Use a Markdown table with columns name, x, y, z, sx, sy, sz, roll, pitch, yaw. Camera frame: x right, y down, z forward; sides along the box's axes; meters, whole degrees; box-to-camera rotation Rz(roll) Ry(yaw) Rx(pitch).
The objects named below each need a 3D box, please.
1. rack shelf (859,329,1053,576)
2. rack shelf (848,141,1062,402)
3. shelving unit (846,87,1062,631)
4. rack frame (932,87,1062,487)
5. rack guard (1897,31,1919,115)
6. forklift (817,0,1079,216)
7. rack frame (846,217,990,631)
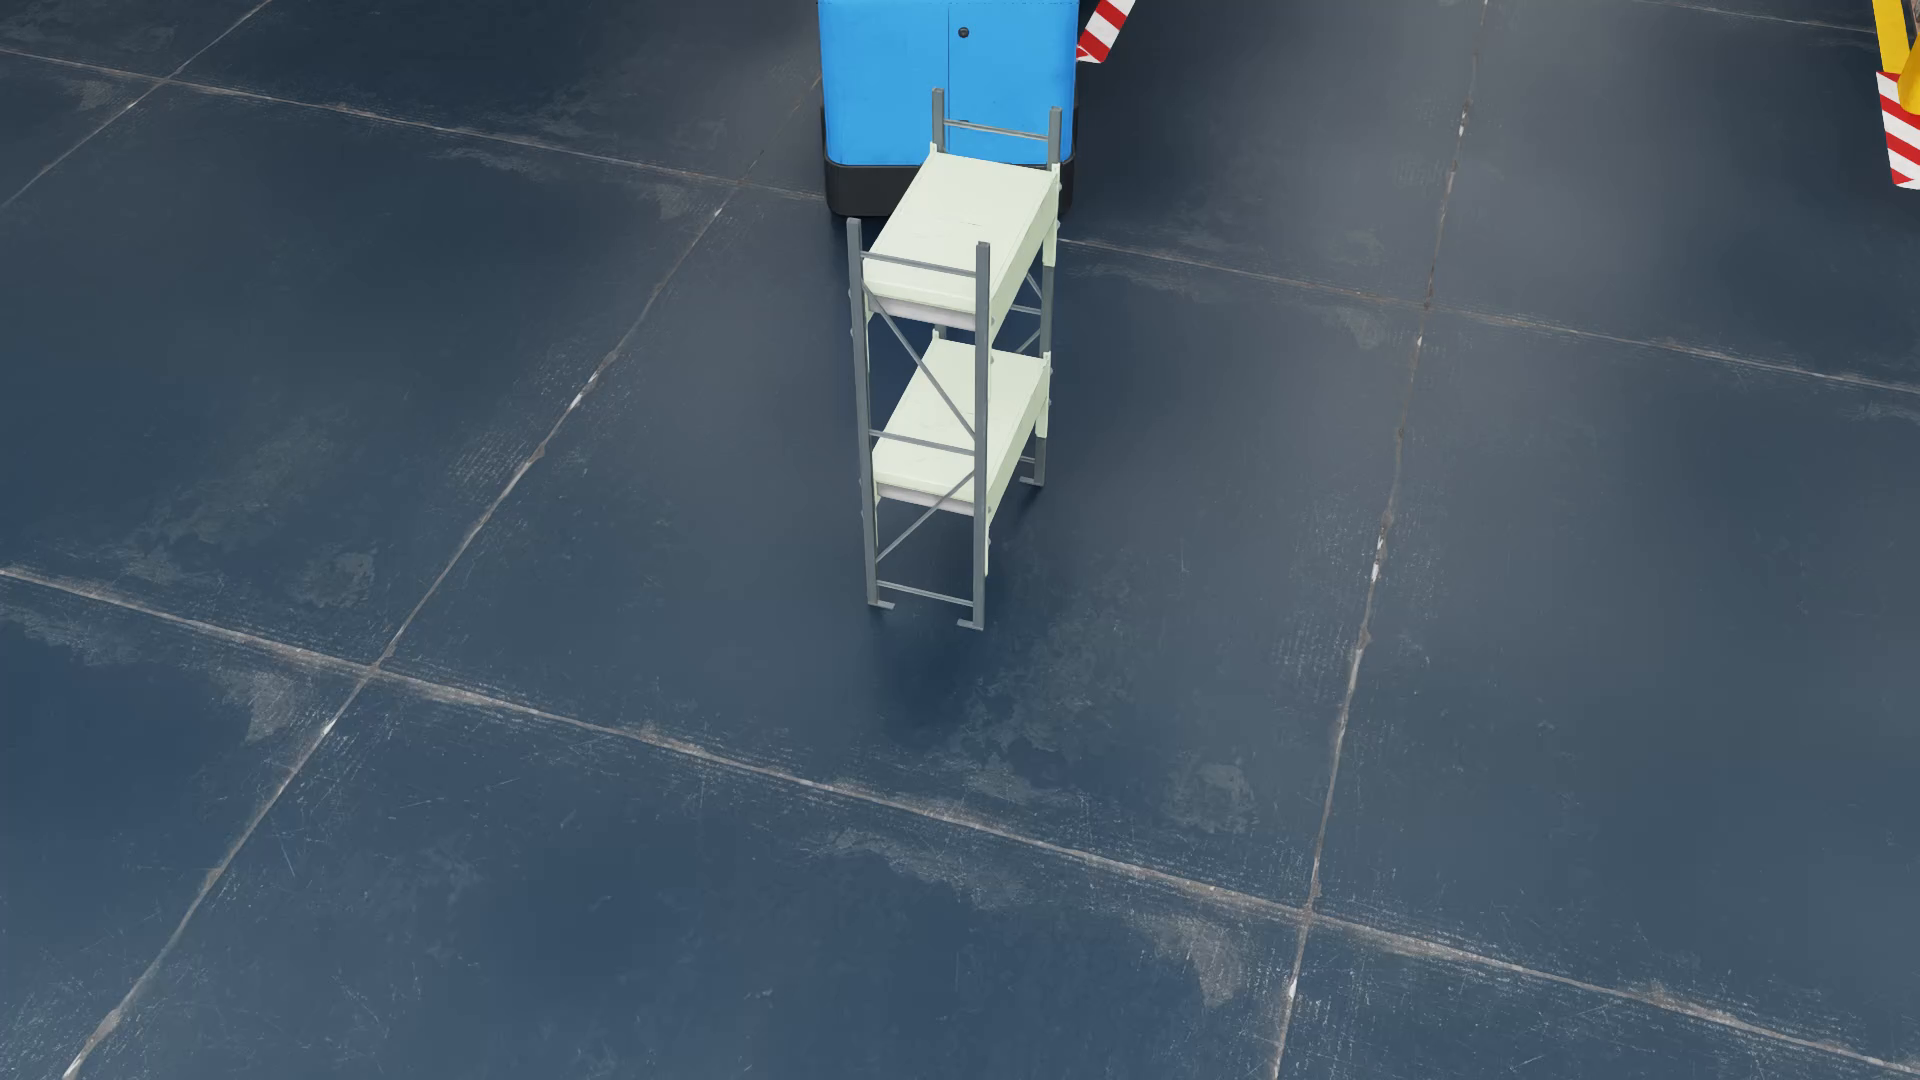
| name | x | y | z | sx | sy | sz | roll | pitch | yaw |
| --- | --- | --- | --- | --- | --- | --- | --- | --- | --- |
| rack shelf | -0.002 | -0.299 | 5.449 | 0.431 | 0.370 | 0.720 | 13 | 46 | 12 |
| rack shelf | -0.002 | -0.811 | 4.948 | 0.431 | 0.370 | 0.720 | 13 | 46 | 12 |
| shelving unit | -0.002 | -0.532 | 5.221 | 0.431 | 1.500 | 0.755 | 13 | 46 | 12 |
| rack frame | 0.109 | -0.776 | 5.470 | 0.400 | 1.500 | 0.023 | 13 | 46 | 12 |
| rack guard | 5.027 | -2.175 | 7.615 | 1.175 | 0.500 | 0.348 | 13 | 46 | 13 |
| forklift | -0.051 | -3.429 | 7.159 | 1.130 | 2.935 | 3.031 | 0 | 44 | 0 |
| rack frame | -0.113 | -0.288 | 4.972 | 0.400 | 1.500 | 0.023 | 13 | 46 | 12 |
